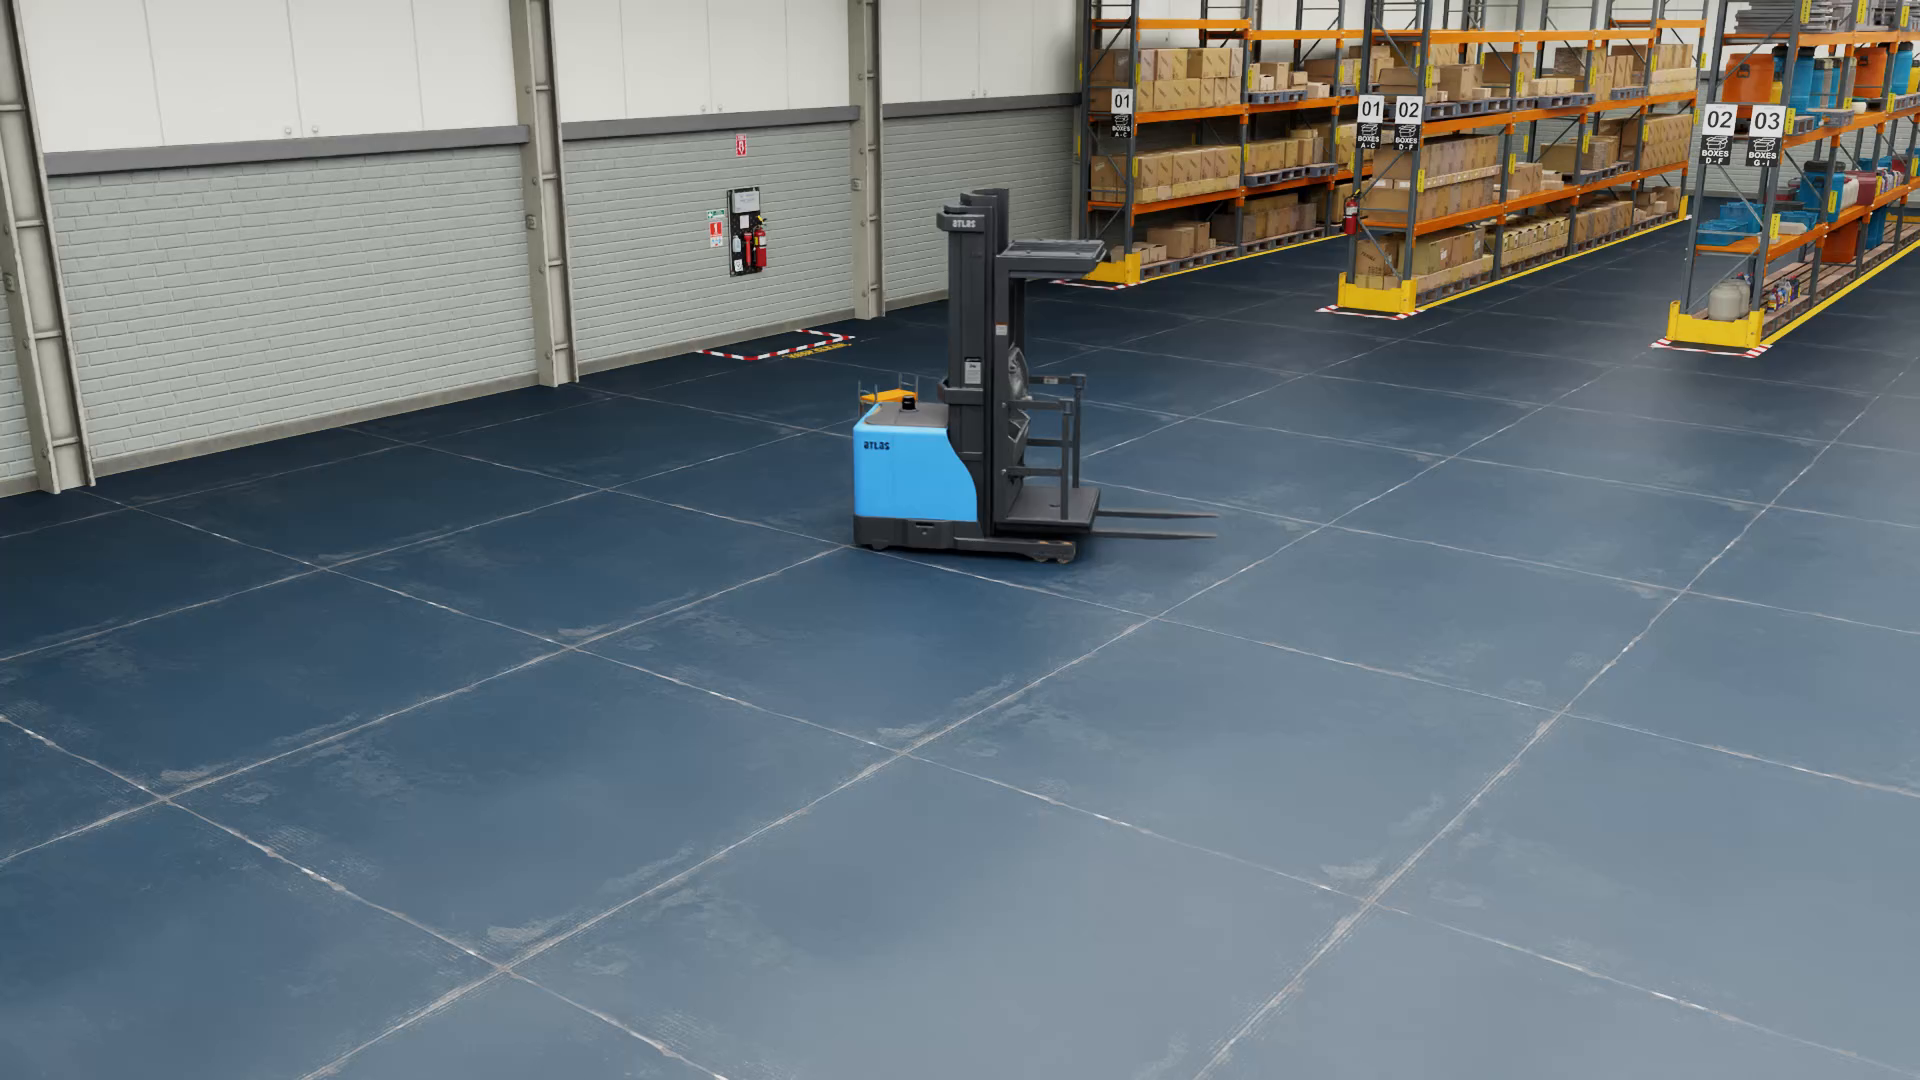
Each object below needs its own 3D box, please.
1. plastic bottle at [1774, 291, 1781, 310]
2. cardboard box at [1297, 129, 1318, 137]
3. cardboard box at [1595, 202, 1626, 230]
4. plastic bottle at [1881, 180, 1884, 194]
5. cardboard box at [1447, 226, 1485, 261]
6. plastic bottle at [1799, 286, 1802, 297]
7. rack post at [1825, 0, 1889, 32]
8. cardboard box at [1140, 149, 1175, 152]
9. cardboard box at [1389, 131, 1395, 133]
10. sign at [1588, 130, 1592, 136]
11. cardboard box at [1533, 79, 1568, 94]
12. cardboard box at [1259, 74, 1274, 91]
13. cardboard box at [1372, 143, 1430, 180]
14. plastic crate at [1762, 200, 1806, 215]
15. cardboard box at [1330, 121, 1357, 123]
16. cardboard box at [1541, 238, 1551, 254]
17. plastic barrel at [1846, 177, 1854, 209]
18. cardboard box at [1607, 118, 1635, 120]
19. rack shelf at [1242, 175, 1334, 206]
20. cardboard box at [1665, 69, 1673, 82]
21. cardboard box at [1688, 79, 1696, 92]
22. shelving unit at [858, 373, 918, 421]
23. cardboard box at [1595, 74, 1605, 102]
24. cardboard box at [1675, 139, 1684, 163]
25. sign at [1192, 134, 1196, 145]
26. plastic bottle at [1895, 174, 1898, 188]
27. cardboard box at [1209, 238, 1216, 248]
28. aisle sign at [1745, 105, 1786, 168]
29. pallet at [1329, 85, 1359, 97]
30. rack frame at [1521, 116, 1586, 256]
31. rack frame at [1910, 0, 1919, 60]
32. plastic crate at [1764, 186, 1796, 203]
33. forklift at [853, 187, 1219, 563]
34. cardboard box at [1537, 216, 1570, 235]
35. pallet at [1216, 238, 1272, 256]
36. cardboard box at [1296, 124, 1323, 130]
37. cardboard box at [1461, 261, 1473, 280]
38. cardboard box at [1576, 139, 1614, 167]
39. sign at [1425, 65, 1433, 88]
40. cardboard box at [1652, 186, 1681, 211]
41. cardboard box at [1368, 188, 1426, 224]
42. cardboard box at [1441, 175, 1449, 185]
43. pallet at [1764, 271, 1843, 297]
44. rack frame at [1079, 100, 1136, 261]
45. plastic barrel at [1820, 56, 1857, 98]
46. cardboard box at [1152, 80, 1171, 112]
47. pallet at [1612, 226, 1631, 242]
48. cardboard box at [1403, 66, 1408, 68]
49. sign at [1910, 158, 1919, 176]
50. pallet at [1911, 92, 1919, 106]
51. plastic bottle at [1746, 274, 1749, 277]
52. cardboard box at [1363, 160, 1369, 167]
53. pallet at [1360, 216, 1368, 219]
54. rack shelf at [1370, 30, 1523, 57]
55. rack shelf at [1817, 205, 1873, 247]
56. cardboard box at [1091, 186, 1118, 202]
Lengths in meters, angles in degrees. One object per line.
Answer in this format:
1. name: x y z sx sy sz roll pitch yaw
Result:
1. plastic bottle: 11.976 -3.521 24.381 0.097 0.271 0.097 0 17 0
2. cardboard box: 7.070 -8.291 33.881 0.380 0.149 0.250 9 20 28
3. cardboard box: 13.250 -6.621 33.980 0.500 0.500 0.500 13 21 35
4. plastic bottle: 16.505 -6.343 29.828 0.097 0.271 0.097 0 17 0
5. cardboard box: 8.441 -4.963 27.833 0.500 0.500 0.500 12 21 35
6. plastic bottle: 12.859 -3.840 25.528 0.097 0.201 0.097 0 17 0
7. rack post: 13.929 -8.552 26.274 1.013 1.000 3.121 12 21 35
8. cardboard box: 3.508 -6.714 29.759 0.500 0.500 0.500 13 21 35
9. cardboard box: 9.250 -9.045 36.343 0.500 0.250 0.500 13 21 36
10. sign: 13.175 -8.397 34.765 0.100 0.325 0.005 12 21 35
11. cardboard box: 10.709 -8.252 30.246 0.500 0.250 0.500 13 22 36
12. cardboard box: 5.625 -8.712 31.623 0.500 0.311 0.500 13 22 36
13. cardboard box: 6.786 -5.820 25.571 0.700 0.500 0.500 13 21 35
14. plastic crate: 12.411 -4.976 25.314 0.767 0.338 0.504 12 21 35
15. cardboard box: 8.236 -8.888 35.839 0.500 0.250 0.500 12 21 33
16. cardboard box: 10.508 -5.413 30.545 0.500 0.250 0.500 13 21 36
17. plastic barrel: 14.516 -5.731 27.451 0.421 0.512 0.421 0 17 0
18. cardboard box: 14.012 -8.703 35.357 0.500 0.500 0.500 12 21 34
19. rack shelf: 6.060 -6.991 32.912 1.077 0.370 4.000 12 21 35
20. cardboard box: 14.709 -9.797 35.087 0.500 0.250 0.500 12 21 35
21. cardboard box: 15.905 -10.034 36.692 0.500 0.250 0.500 12 21 35
22. shelving unit: -0.642 -0.861 14.990 0.503 1.200 0.258 -16 24 -42
23. cardboard box: 11.769 -8.648 31.808 0.910 0.500 0.500 12 21 35
24. cardboard box: 15.644 -8.611 36.746 0.500 0.500 0.500 13 21 35
25. sign: 4.420 -7.509 31.412 0.100 0.325 0.005 12 21 35
26. plastic bottle: 17.399 -6.716 31.021 0.152 0.276 0.135 12 21 35
27. cardboard box: 4.574 -5.583 31.199 0.380 0.166 0.250 9 20 28
28. aisle sign: 10.634 -5.328 21.958 0.394 0.787 0.004 12 21 35
29. pallet: 7.593 -9.316 34.446 1.213 0.211 1.003 14 22 37
30. rack frame: 11.232 -6.937 31.523 1.000 3.000 0.127 12 21 35
31. rack frame: 19.975 -10.831 33.948 1.000 3.000 0.127 12 21 35
32. plastic crate: 12.868 -5.308 26.170 0.402 0.464 0.583 12 21 35
33. forklift: 0.668 -1.383 13.757 3.031 2.935 1.130 3 17 9
34. cardboard box: 11.118 -5.924 31.244 0.500 0.311 0.500 13 22 36
35. pallet: 5.331 -5.712 32.283 1.003 0.211 1.213 12 21 35
36. cardboard box: 7.314 -8.522 34.661 0.500 0.250 0.500 13 22 36
37. cardboard box: 8.156 -4.483 27.551 0.500 0.250 0.500 12 21 35
38. cardboard box: 12.612 -7.706 33.124 0.700 0.500 0.500 7 19 21
39. sign: 6.908 -6.819 24.481 0.100 0.325 0.005 12 21 35
40. cardboard box: 15.873 -7.685 37.407 0.500 0.500 0.500 12 21 35
41. cardboard box: 6.754 -5.188 25.723 0.700 0.500 0.500 12 21 35
42. cardboard box: 7.486 -5.690 26.247 0.380 0.149 0.250 12 21 33
43. pallet: 13.988 -4.262 27.611 1.003 0.211 1.213 12 21 35
44. rack frame: 2.485 -5.906 28.203 1.000 3.000 0.127 12 21 35
45. plastic barrel: 14.544 -7.575 27.676 0.600 0.901 0.600 0 17 0
46. cardboard box: 3.234 -7.553 28.246 0.500 0.500 0.500 14 22 38
47. pallet: 13.161 -6.357 34.359 1.003 0.211 1.213 12 21 35
48. cardboard box: 10.258 -10.491 37.287 0.500 0.250 0.500 12 21 35
49. sign: 18.032 -7.048 31.414 0.100 0.325 0.005 12 21 35
50. pallet: 17.203 -8.151 30.696 1.213 0.211 1.003 12 21 35
51. plastic bottle: 12.283 -4.016 25.978 0.097 0.271 0.097 0 17 0
52. cardboard box: 8.539 -8.105 35.677 0.380 0.149 0.250 13 21 35
53. pallet: 8.509 -6.943 36.246 1.003 0.211 1.213 12 21 35
54. rack shelf: 7.657 -7.838 26.197 1.077 0.370 4.000 12 21 35
55. rack shelf: 14.016 -5.240 27.274 1.077 0.370 4.000 12 21 35
56. cardboard box: 2.608 -5.989 28.691 0.500 0.250 0.500 13 21 35
